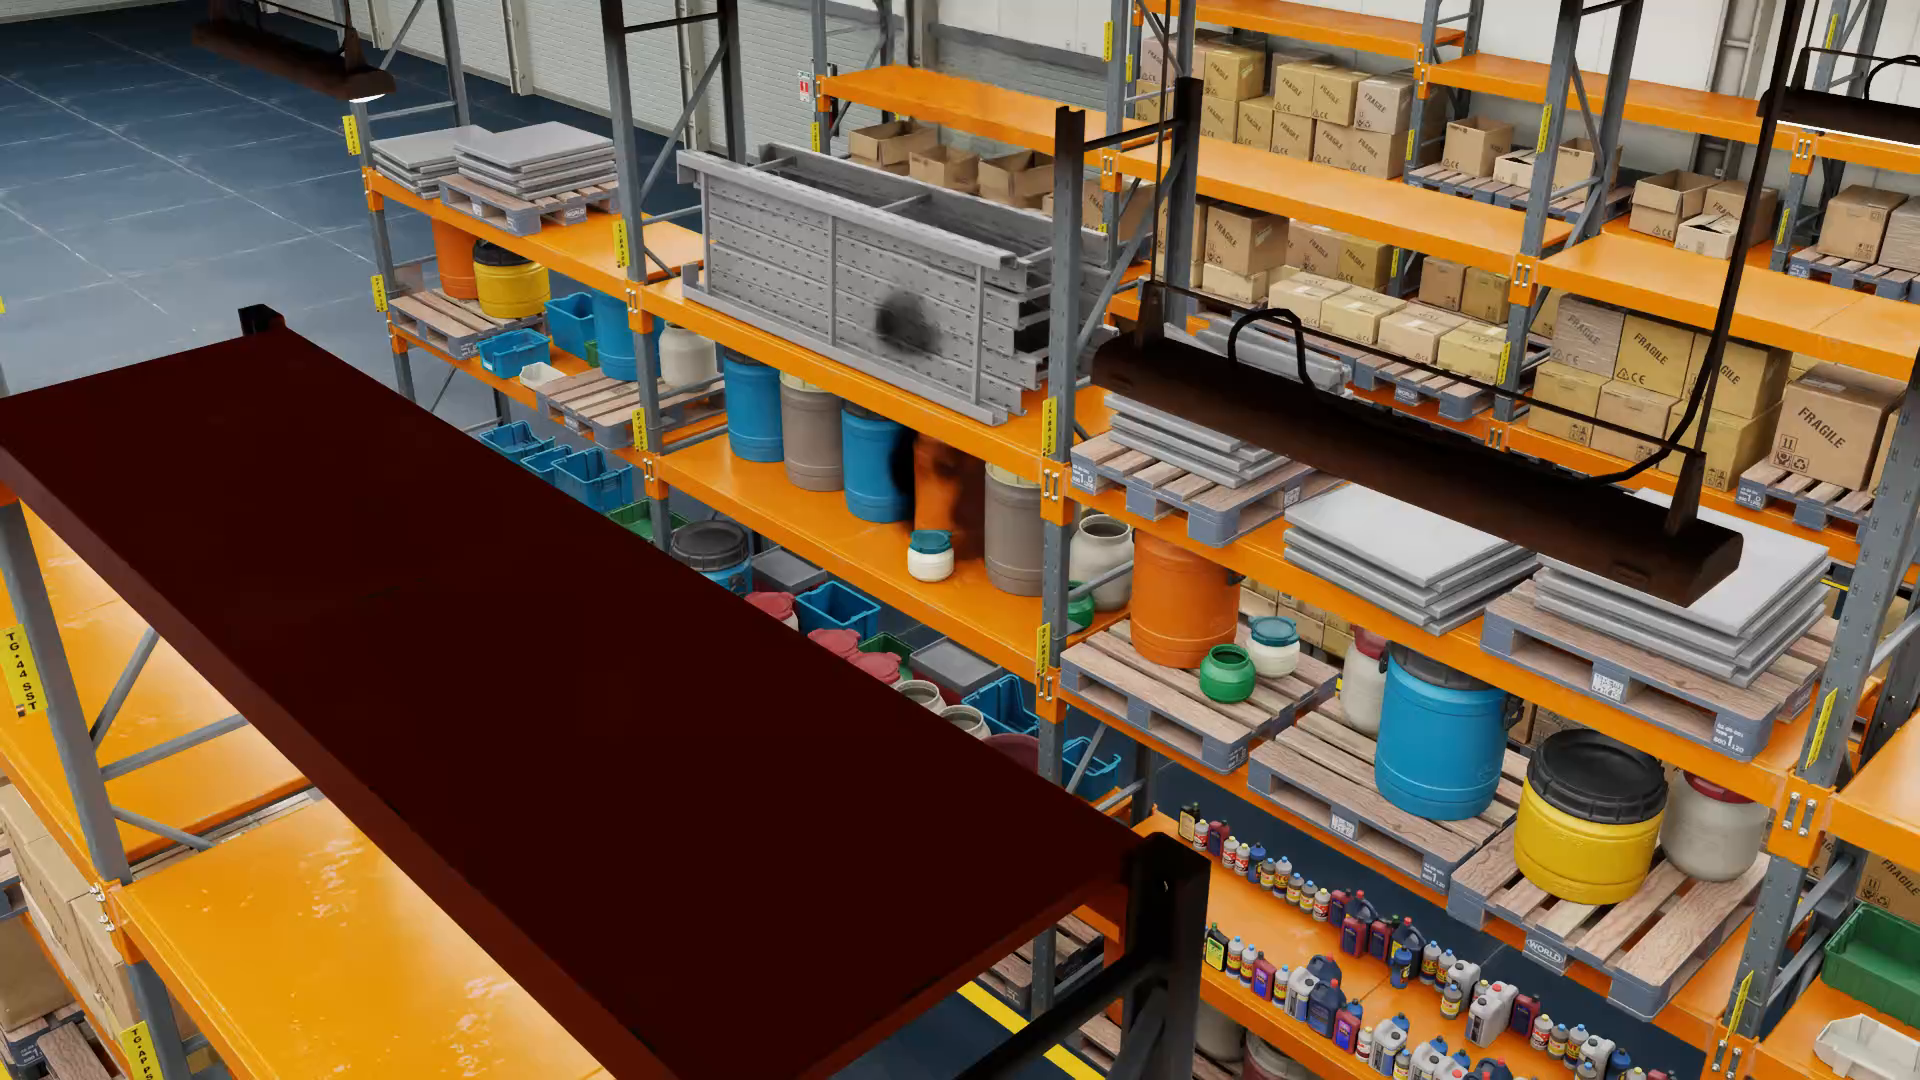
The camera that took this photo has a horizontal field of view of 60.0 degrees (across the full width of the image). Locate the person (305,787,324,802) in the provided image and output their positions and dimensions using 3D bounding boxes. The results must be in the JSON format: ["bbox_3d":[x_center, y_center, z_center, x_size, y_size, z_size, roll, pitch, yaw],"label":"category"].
[{"bbox_3d":[-4.653,1.827,11.743,0.796,1.650,0.589,24,36,37],"label":"person"}]
